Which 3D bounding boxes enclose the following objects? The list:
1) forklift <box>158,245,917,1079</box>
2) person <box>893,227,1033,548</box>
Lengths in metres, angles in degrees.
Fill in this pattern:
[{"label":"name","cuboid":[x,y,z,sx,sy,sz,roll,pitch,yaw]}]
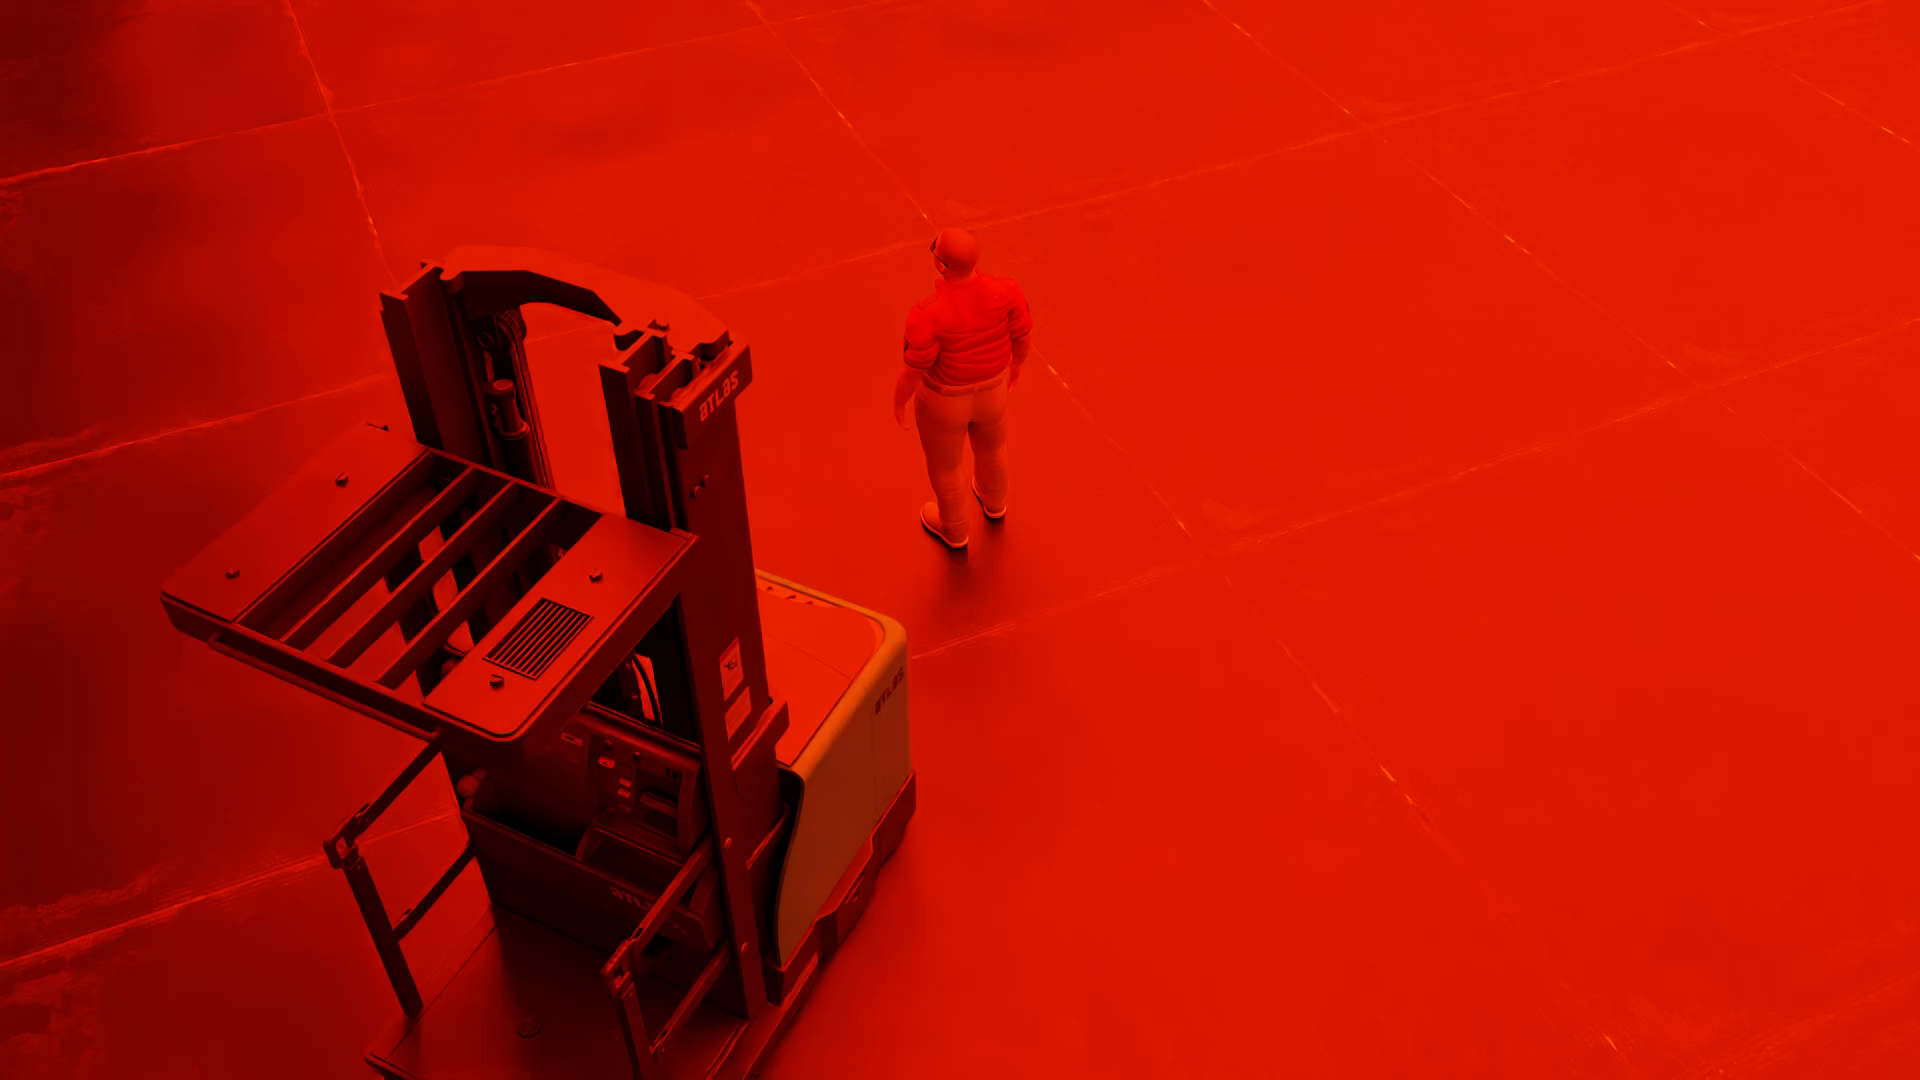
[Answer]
[{"label":"forklift","cuboid":[-1.280,0.763,4.862,1.130,2.935,3.031,19,46,19]},{"label":"person","cuboid":[-0.026,-0.696,7.297,0.640,1.727,0.551,-18,46,-18]}]
